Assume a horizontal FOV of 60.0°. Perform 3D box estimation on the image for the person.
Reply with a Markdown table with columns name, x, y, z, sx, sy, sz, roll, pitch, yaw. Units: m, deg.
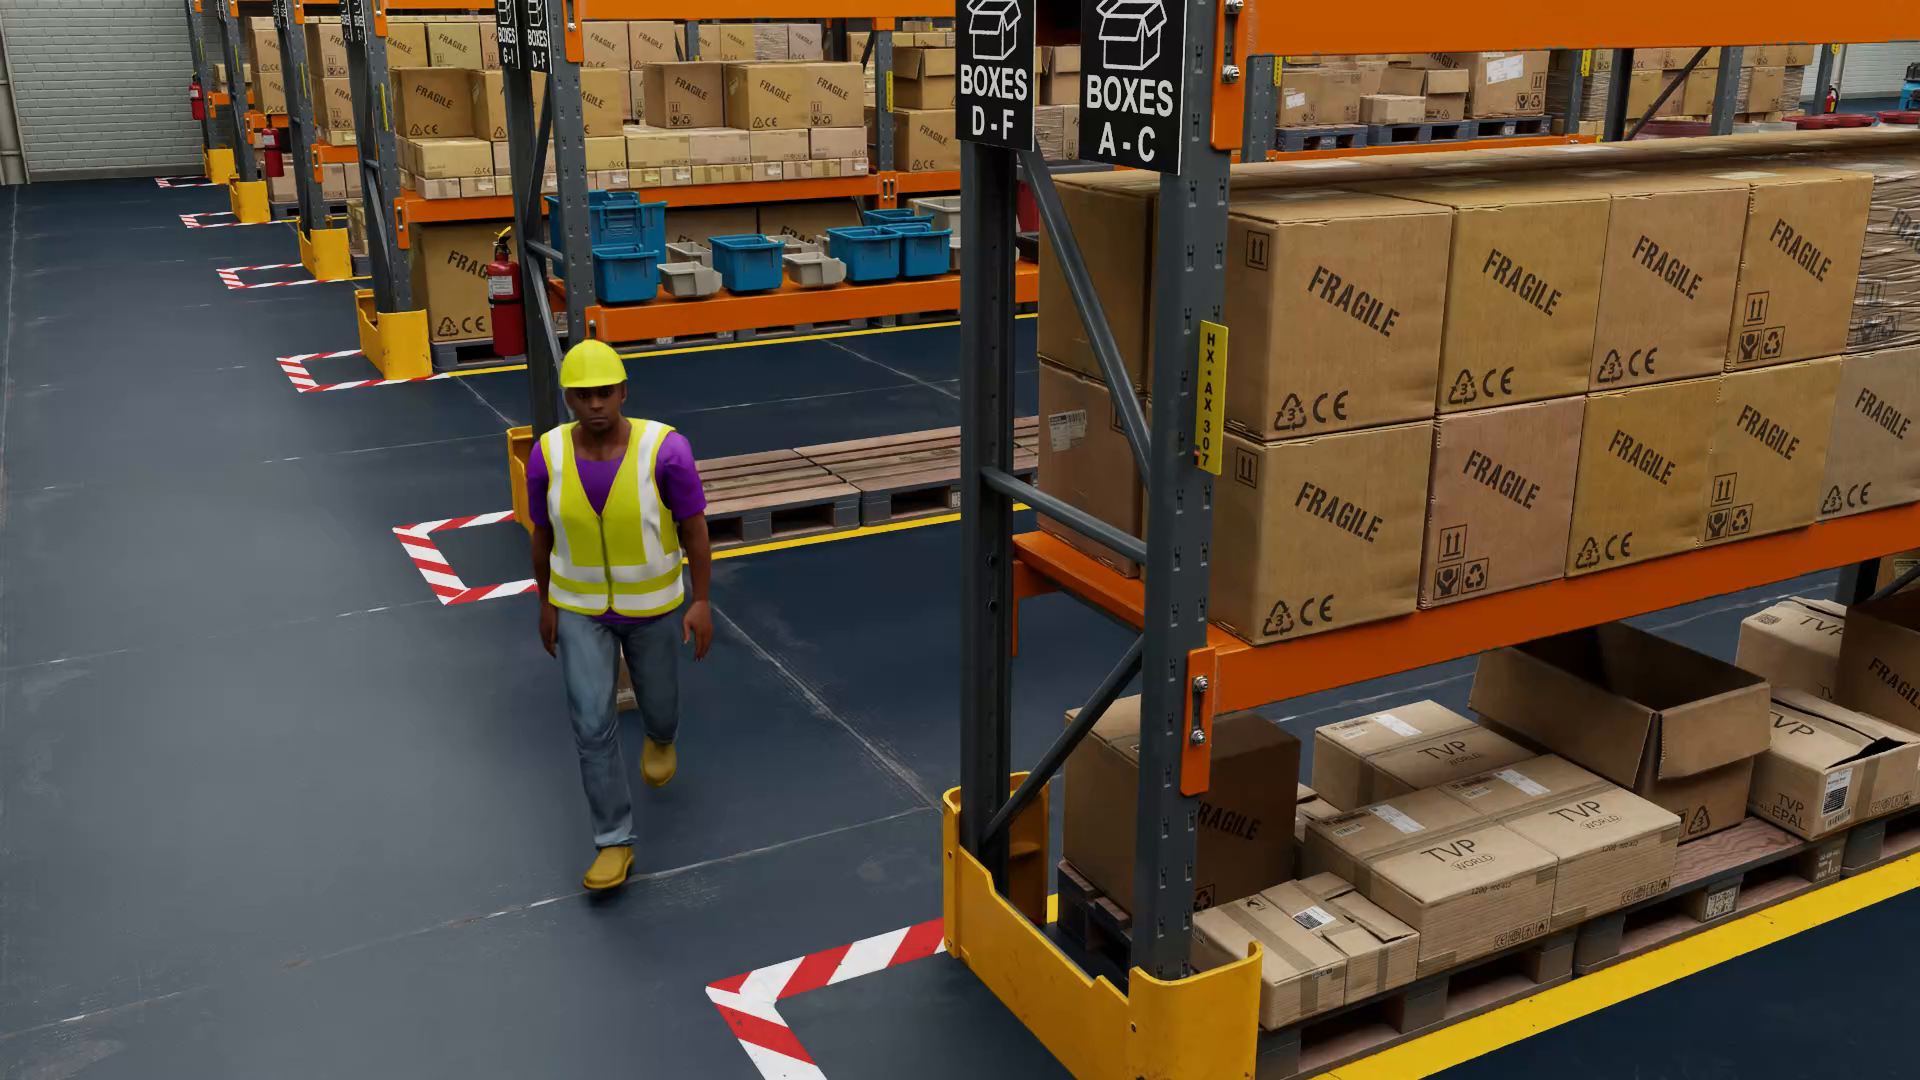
| name | x | y | z | sx | sy | sz | roll | pitch | yaw |
| --- | --- | --- | --- | --- | --- | --- | --- | --- | --- |
| person | 4.996 | -1.383 | 10.190 | 13.610 | 1.738 | 9.795 | -2 | 18 | -5 |
